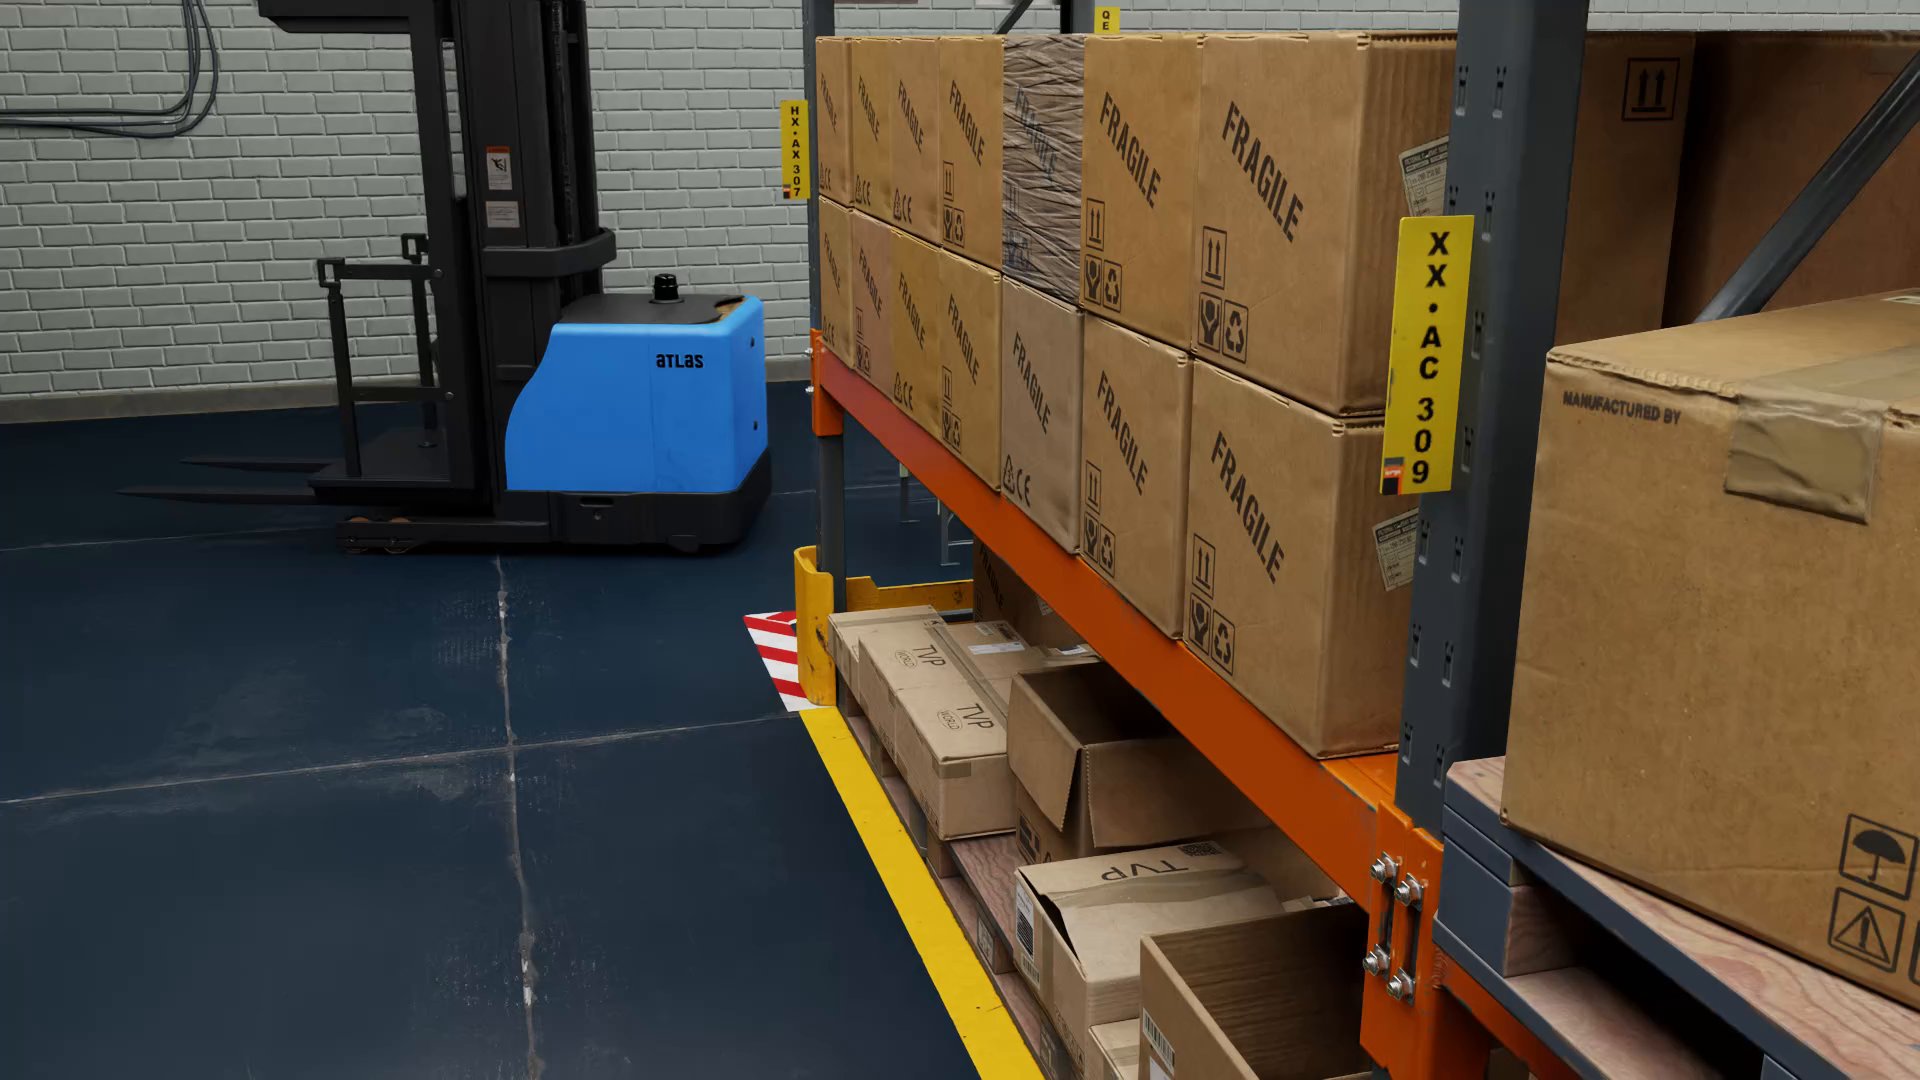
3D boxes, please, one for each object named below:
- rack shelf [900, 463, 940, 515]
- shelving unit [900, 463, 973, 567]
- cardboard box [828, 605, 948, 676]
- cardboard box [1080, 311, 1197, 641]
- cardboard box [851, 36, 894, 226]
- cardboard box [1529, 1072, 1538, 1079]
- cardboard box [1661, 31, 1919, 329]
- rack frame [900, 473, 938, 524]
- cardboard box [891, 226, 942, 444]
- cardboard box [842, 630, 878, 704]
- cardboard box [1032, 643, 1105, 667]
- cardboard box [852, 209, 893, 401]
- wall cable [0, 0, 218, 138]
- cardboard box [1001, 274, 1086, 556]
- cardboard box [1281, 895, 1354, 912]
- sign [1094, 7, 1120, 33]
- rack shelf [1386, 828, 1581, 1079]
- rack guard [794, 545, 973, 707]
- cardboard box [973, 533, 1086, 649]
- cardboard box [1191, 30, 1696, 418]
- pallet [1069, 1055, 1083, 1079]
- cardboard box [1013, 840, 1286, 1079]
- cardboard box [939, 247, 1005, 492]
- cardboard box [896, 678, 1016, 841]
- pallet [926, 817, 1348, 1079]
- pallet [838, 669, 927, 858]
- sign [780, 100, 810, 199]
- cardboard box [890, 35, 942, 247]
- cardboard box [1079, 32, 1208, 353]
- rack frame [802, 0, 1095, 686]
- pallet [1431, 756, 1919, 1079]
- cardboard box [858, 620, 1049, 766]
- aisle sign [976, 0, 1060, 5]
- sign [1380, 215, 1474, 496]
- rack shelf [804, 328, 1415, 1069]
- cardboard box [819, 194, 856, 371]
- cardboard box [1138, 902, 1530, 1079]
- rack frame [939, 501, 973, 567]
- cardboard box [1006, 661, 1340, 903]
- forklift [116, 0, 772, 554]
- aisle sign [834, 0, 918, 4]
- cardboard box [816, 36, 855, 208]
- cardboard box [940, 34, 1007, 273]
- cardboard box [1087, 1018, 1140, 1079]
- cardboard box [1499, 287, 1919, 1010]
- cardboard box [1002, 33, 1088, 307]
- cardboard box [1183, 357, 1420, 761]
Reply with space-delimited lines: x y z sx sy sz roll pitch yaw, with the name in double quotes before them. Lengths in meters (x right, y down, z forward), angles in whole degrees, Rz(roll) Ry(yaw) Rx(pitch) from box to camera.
"rack shelf" 0.002 -0.404 7.824 0.431 0.370 0.720 -5 17 -15
"shelving unit" 0.002 -0.716 7.730 0.431 1.500 0.755 -5 17 -15
"cardboard box" -0.248 0.348 5.770 0.380 0.149 0.250 -5 17 -15
"cardboard box" 0.540 -0.151 3.069 0.500 0.500 0.500 -4 17 -14
"cardboard box" -0.013 -1.189 4.784 0.500 0.500 0.500 -5 17 -15
"cardboard box" 1.160 1.101 2.983 0.500 0.311 0.500 -5 17 -15
"cardboard box" 1.208 -0.522 2.565 0.500 0.500 0.500 -4 17 -14
"rack frame" -0.099 -0.818 8.067 0.400 1.500 0.023 -5 17 -15
"cardboard box" 0.118 -0.572 4.470 0.500 0.500 0.500 -5 17 -15
"cardboard box" -0.179 0.409 5.537 0.380 0.166 0.250 -5 17 -15
"cardboard box" 0.379 0.447 5.411 0.380 0.166 0.250 -5 17 -15
"cardboard box" -0.017 -0.712 4.933 0.500 0.500 0.500 -5 17 -16
"wall cable" -6.005 -3.536 9.478 3.097 2.526 0.112 -5 17 -15
"cardboard box" 0.397 -0.293 3.541 0.500 0.500 0.500 -4 17 -14
"cardboard box" 0.912 0.931 3.797 0.380 0.166 0.250 -5 17 -15
"sign" 0.507 -1.694 5.815 0.100 0.325 0.005 -5 17 -15
"rack shelf" 1.617 1.055 0.478 1.077 0.370 4.000 -5 17 -15
"rack guard" -0.011 0.269 6.189 1.175 0.500 0.348 -5 17 -15
"cardboard box" 0.354 0.168 5.760 0.500 0.500 0.500 -5 17 -15
"cardboard box" 0.679 -0.489 2.455 0.500 0.500 0.500 -5 17 -15
"pallet" 0.879 1.302 3.250 1.003 0.211 1.213 -5 17 -15
"cardboard box" 0.432 0.891 3.680 0.500 0.311 0.500 -5 17 -15
"cardboard box" 0.254 -0.434 4.009 0.500 0.500 0.500 -4 17 -15
"cardboard box" 0.119 0.606 4.735 0.500 0.250 0.500 -5 17 -15
"pallet" 0.540 0.964 4.375 1.003 0.211 1.213 -5 17 -15
"pallet" 0.209 0.628 5.496 1.003 0.211 1.213 -5 17 -15
"sign" -0.554 -1.321 5.632 0.100 0.325 0.005 -5 17 -15
"cardboard box" 0.120 -1.050 4.322 0.500 0.500 0.500 -4 17 -14
"cardboard box" 0.536 -0.631 2.926 0.500 0.500 0.500 -5 17 -16
"rack frame" -0.032 -0.950 5.899 1.000 3.000 0.127 -5 17 -15
"pallet" 1.182 0.478 1.479 1.003 0.211 1.213 -5 17 -15
"cardboard box" -0.018 0.468 5.196 0.500 0.250 0.500 -5 17 -15
"aisle sign" 0.243 -2.238 5.669 0.394 0.787 0.004 -5 17 -15
"sign" 0.547 -0.213 1.941 0.100 0.325 0.005 -5 17 -15
"rack shelf" 0.517 -0.052 4.161 1.077 0.370 4.000 -5 17 -15
"cardboard box" -0.164 -0.854 5.407 0.500 0.500 0.500 -4 17 -14
"cardboard box" 0.638 1.008 2.962 0.500 0.500 0.500 -5 17 -15
"rack frame" 0.102 -0.615 7.393 0.400 1.500 0.023 -5 17 -15
"cardboard box" 0.546 0.622 4.240 0.797 0.503 0.637 -5 17 -15
"forklift" -2.501 -1.489 7.814 3.031 2.935 1.130 1 17 3
"aisle sign" -0.333 -2.190 5.511 0.394 0.787 0.004 -5 17 -15
"cardboard box" -0.164 -1.333 5.263 0.500 0.500 0.500 -4 17 -14
"cardboard box" 0.260 -0.909 3.854 0.500 0.500 0.500 -5 17 -16
"cardboard box" 0.477 1.077 3.342 0.380 0.149 0.250 -5 17 -15
"cardboard box" 0.982 0.057 1.646 0.700 0.500 0.500 -12 20 -34
"cardboard box" 0.397 -0.770 3.390 0.500 0.500 0.500 -5 17 -15
"cardboard box" 0.683 -0.009 2.594 0.500 0.500 0.500 -4 17 -14
